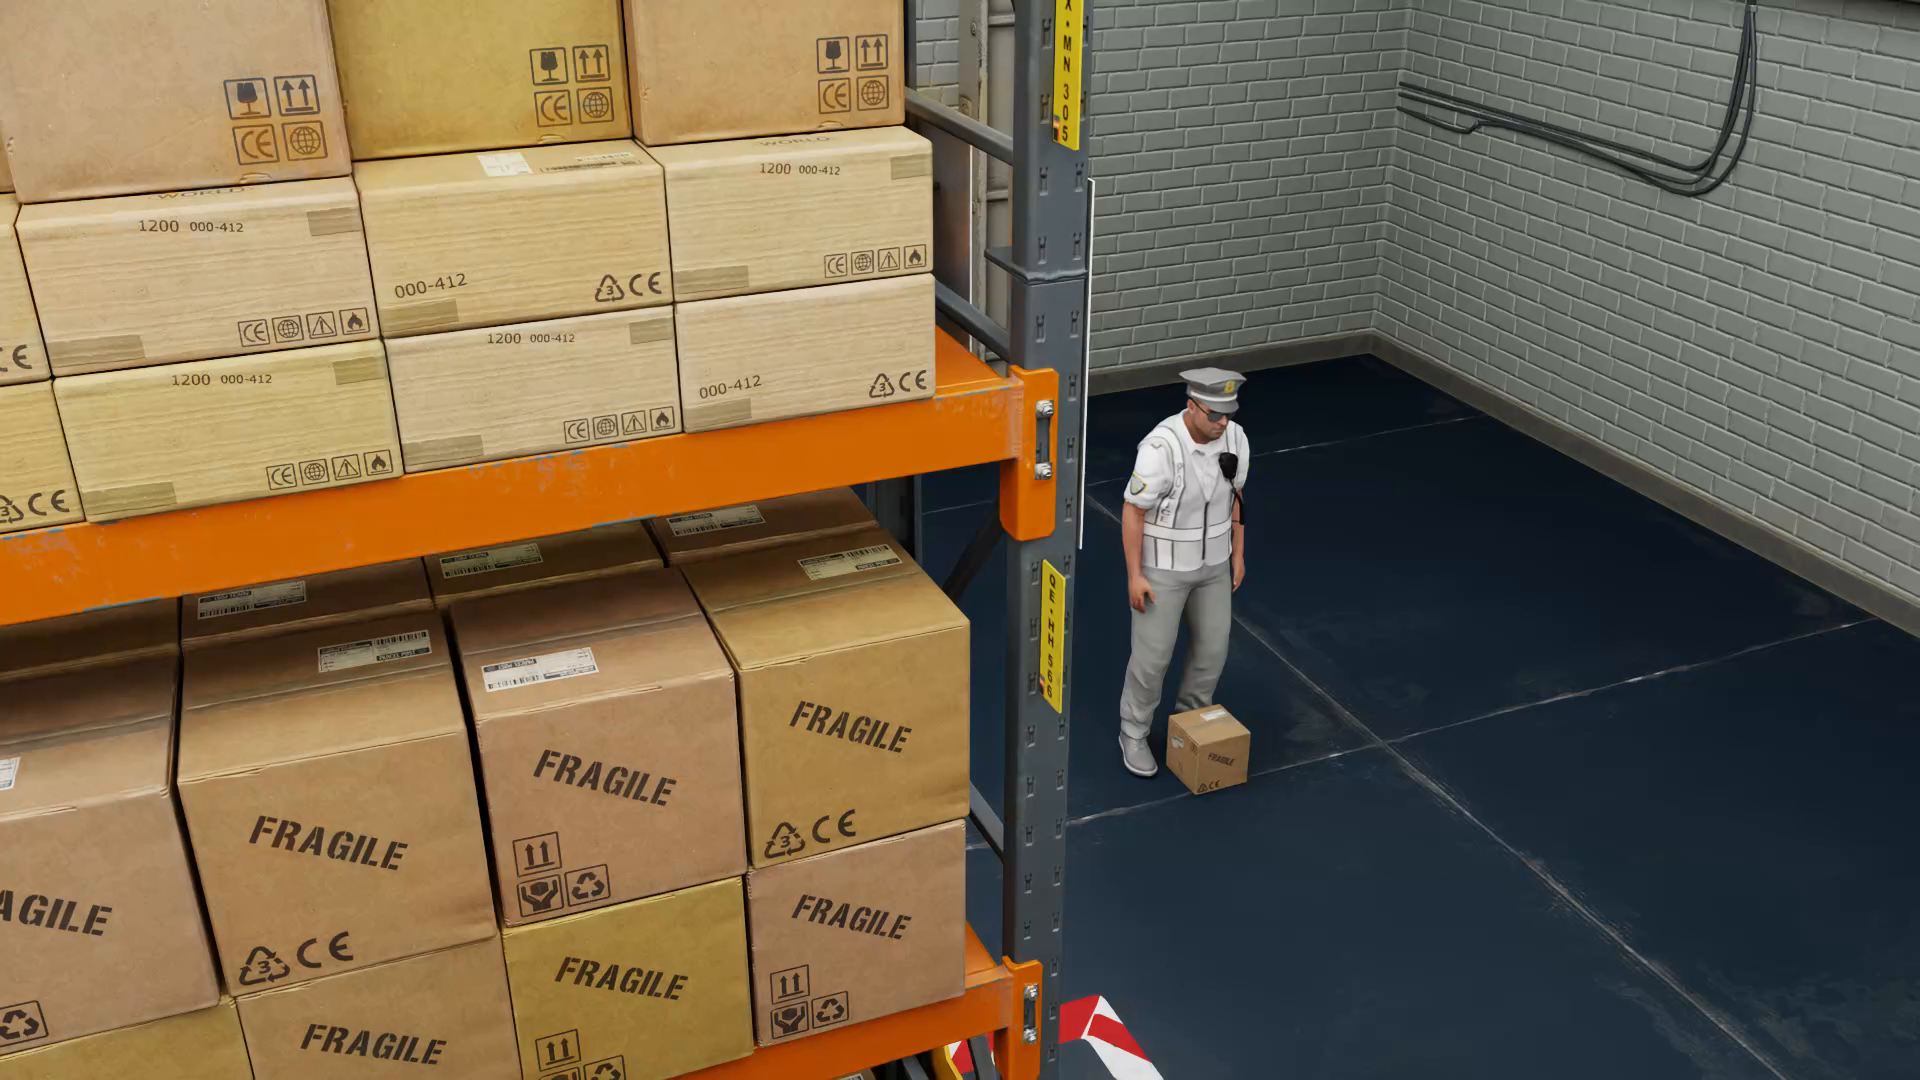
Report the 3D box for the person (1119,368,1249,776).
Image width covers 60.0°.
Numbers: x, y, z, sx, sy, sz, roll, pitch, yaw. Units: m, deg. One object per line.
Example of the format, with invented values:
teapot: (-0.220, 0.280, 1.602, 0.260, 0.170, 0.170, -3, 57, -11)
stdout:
person: (0.935, 0.103, 6.889, 0.585, 1.747, 0.479, -12, 28, -23)
